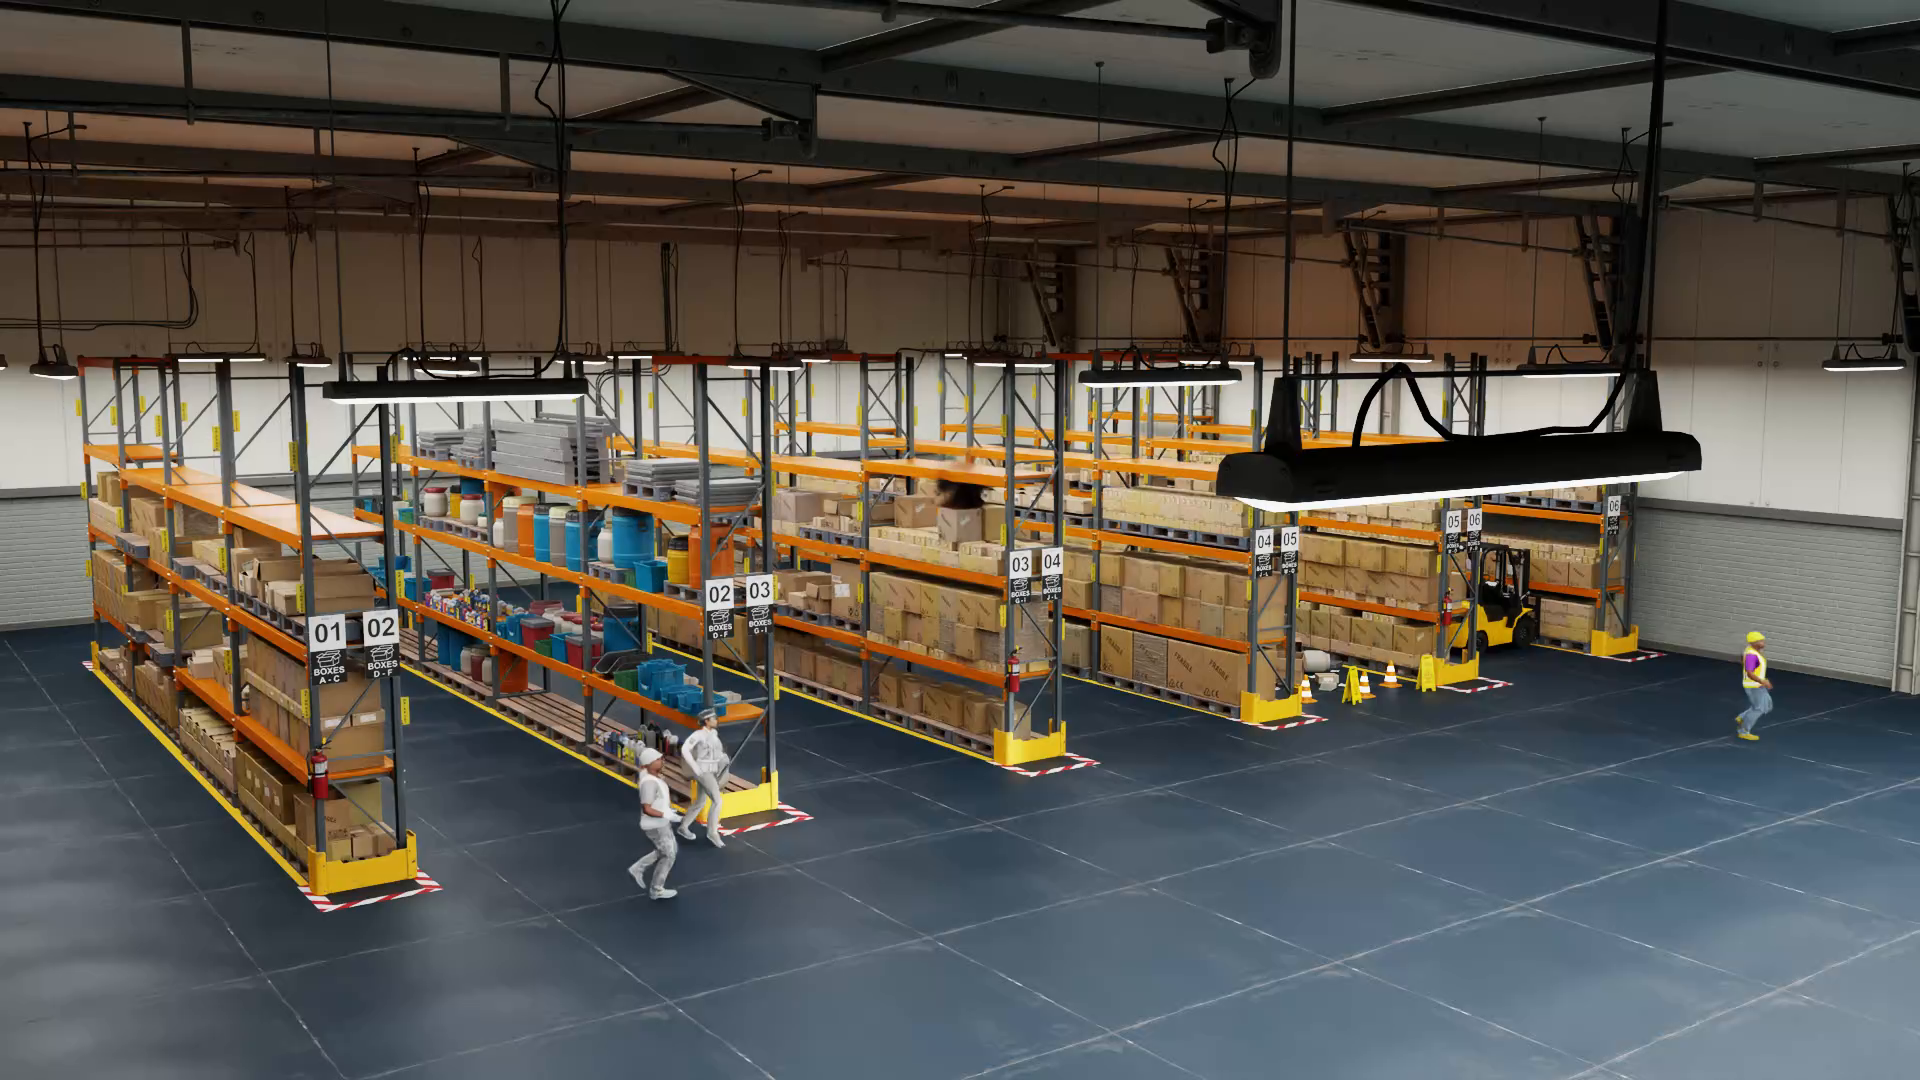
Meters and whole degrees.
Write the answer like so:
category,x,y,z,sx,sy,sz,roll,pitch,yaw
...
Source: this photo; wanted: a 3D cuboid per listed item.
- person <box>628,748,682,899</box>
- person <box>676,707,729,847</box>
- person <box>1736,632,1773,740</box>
category,x,y,z,sx,sy,sz,roll,pitch,yaw
person,-3.449,3.200,18.783,0.620,1.733,0.678,-1,7,-10
person,-3.228,2.976,21.016,0.684,1.729,0.589,1,7,9
person,12.576,2.298,26.283,0.520,1.724,0.707,3,8,26
